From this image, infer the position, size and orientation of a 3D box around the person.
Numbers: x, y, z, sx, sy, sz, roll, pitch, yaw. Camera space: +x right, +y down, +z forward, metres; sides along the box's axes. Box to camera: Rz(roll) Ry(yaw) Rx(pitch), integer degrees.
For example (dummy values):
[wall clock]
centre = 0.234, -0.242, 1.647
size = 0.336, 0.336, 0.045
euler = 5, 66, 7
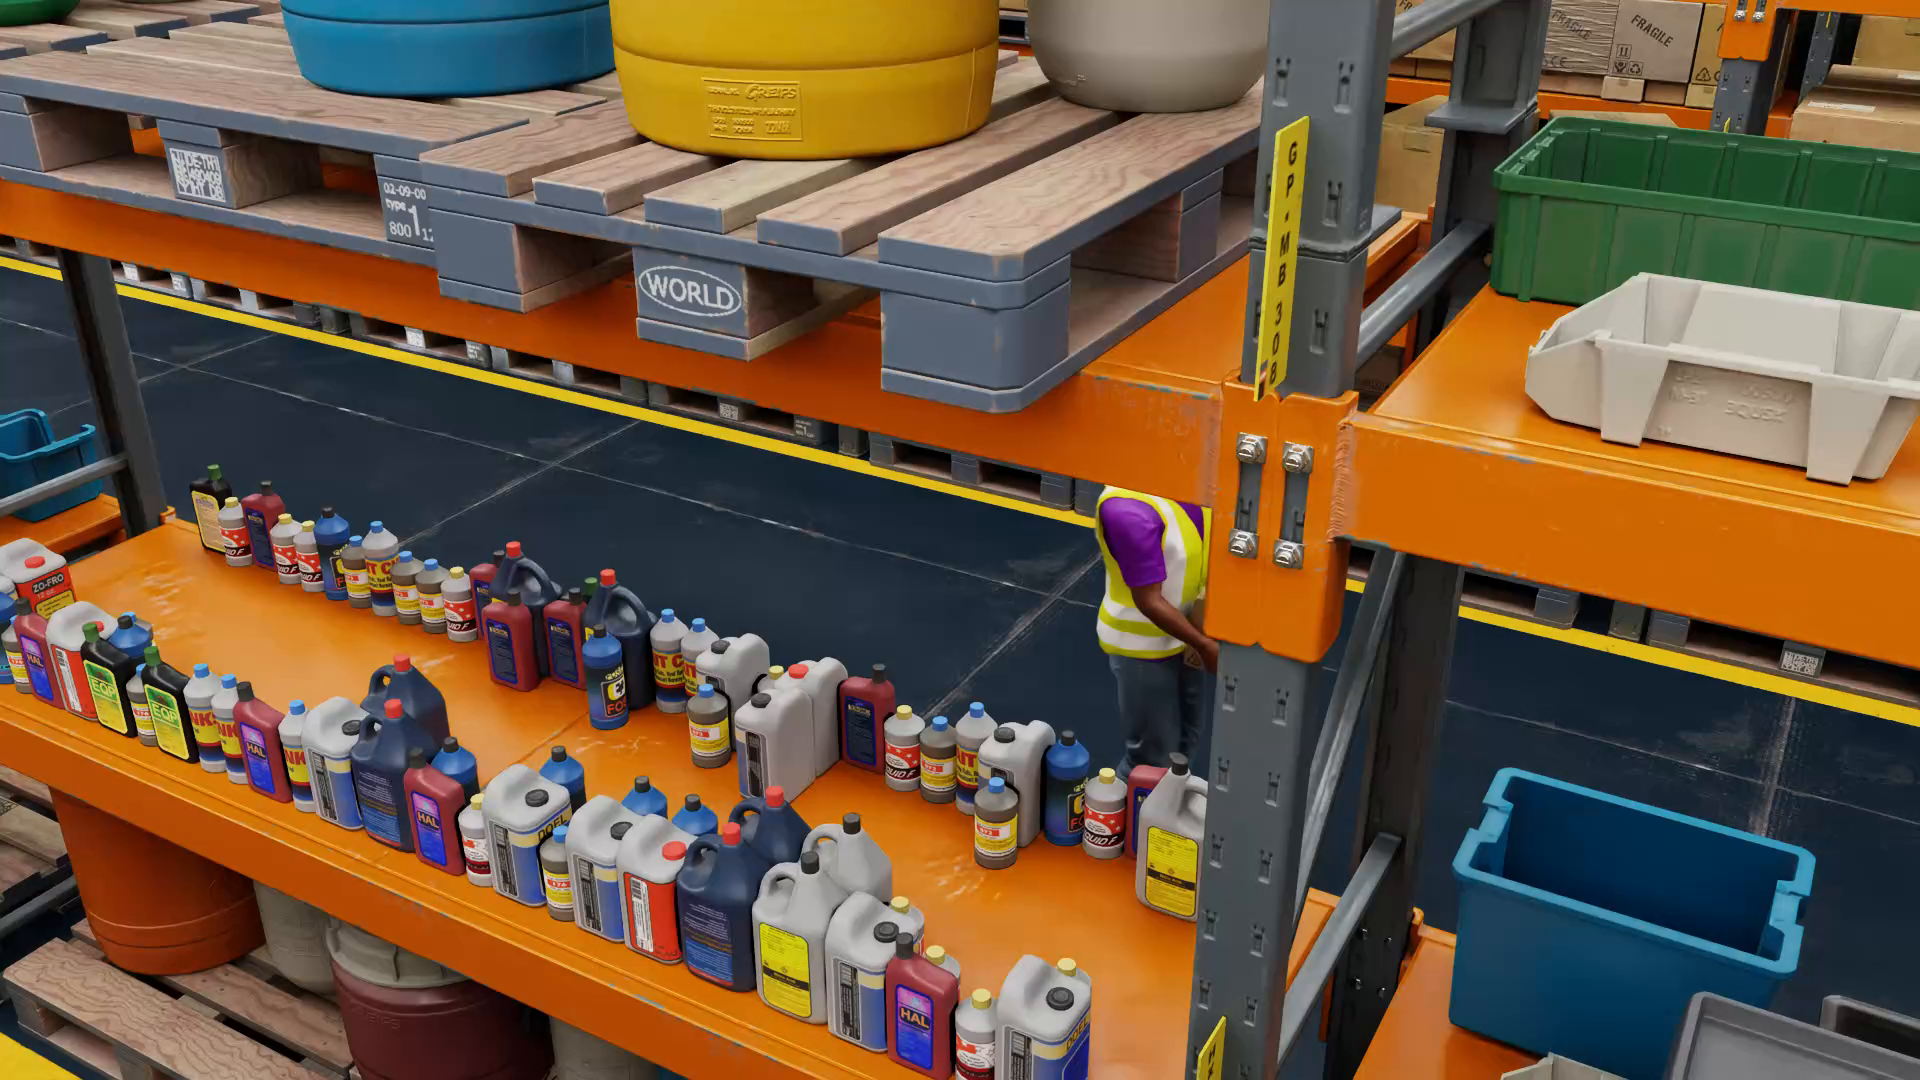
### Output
[person]
centre = 0.734, 0.335, 5.409
size = 0.554, 1.769, 0.535
euler = 14, 30, 26
